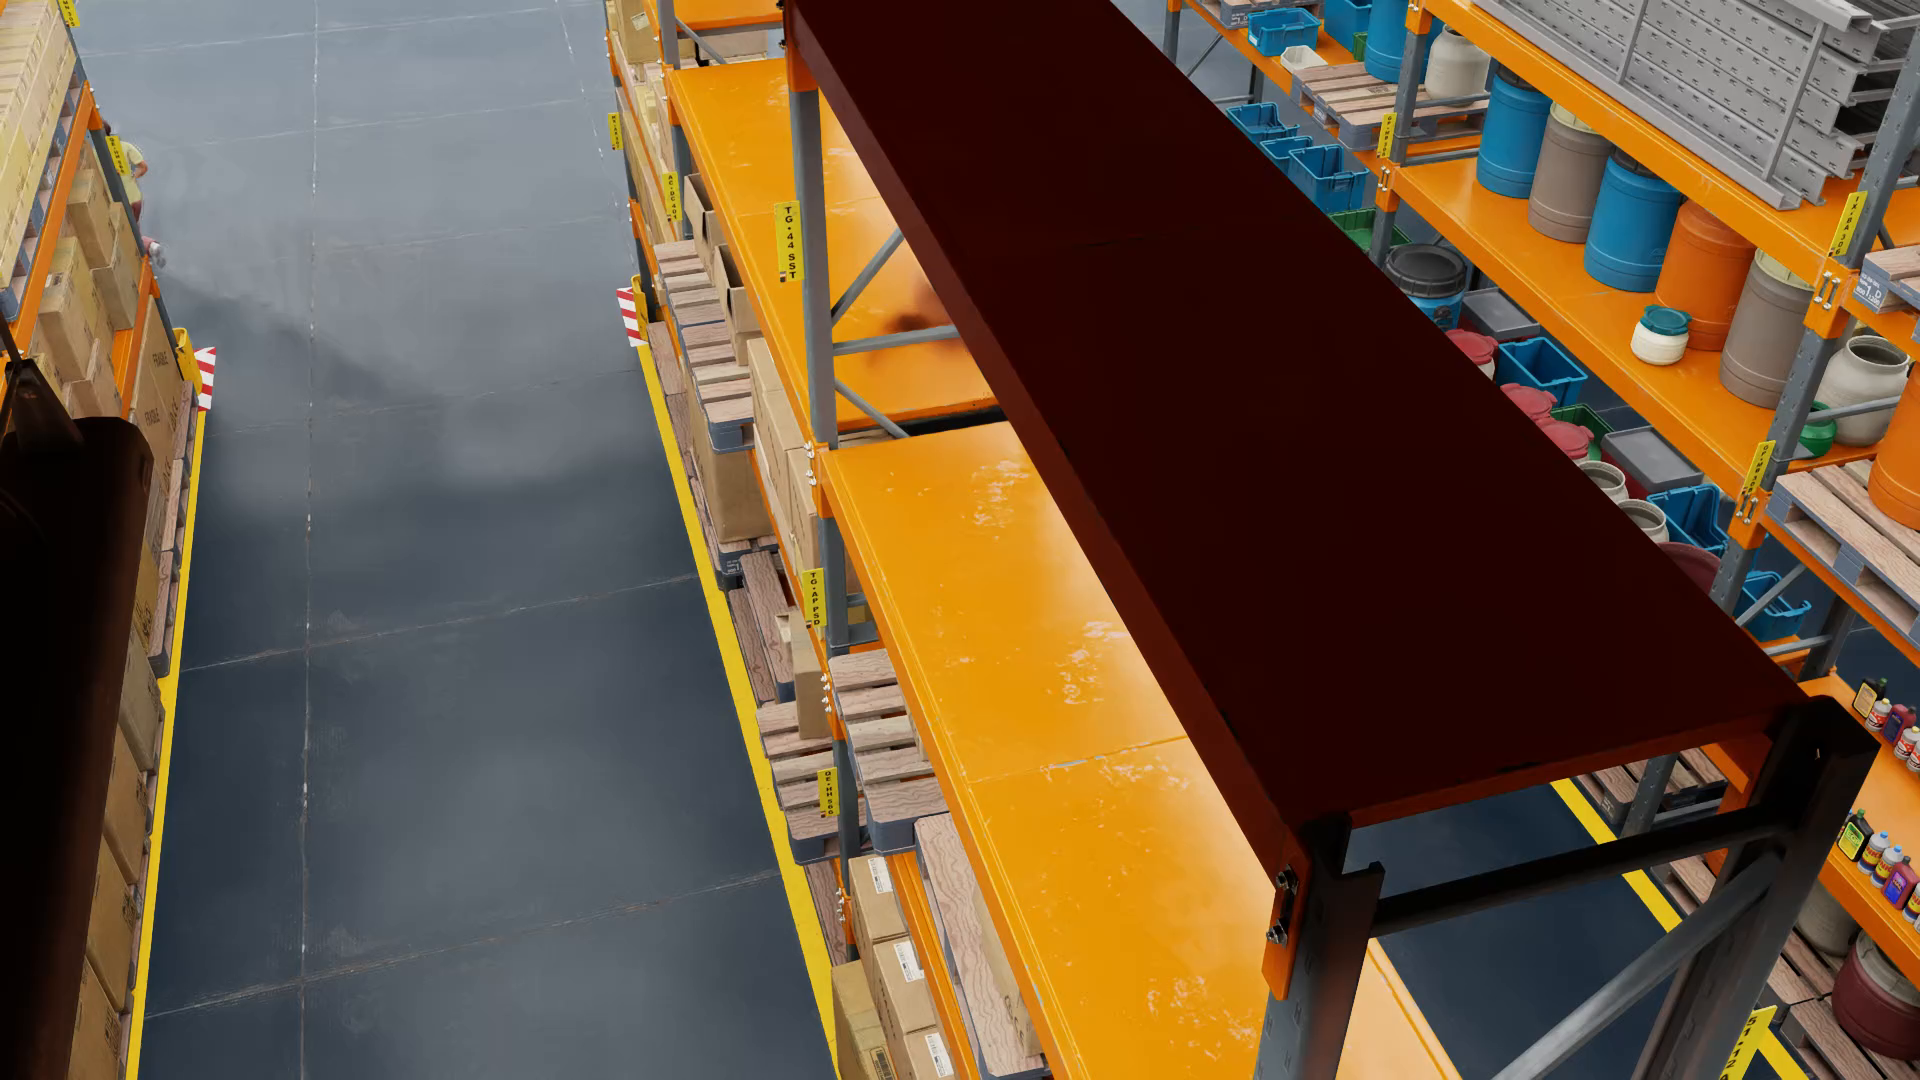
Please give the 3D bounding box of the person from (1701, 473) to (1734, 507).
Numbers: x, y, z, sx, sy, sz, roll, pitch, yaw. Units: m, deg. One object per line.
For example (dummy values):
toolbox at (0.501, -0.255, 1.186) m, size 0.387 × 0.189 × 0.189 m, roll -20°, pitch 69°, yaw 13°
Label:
person at (5.434, -0.353, 11.960) m, size 0.627 × 1.713 × 0.868 m, roll -7°, pitch 39°, yaw -9°

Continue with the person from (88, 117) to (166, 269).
person at (-7.750, -3.122, 15.497) m, size 0.713 × 1.638 × 0.605 m, roll 25°, pitch 45°, yaw 28°
